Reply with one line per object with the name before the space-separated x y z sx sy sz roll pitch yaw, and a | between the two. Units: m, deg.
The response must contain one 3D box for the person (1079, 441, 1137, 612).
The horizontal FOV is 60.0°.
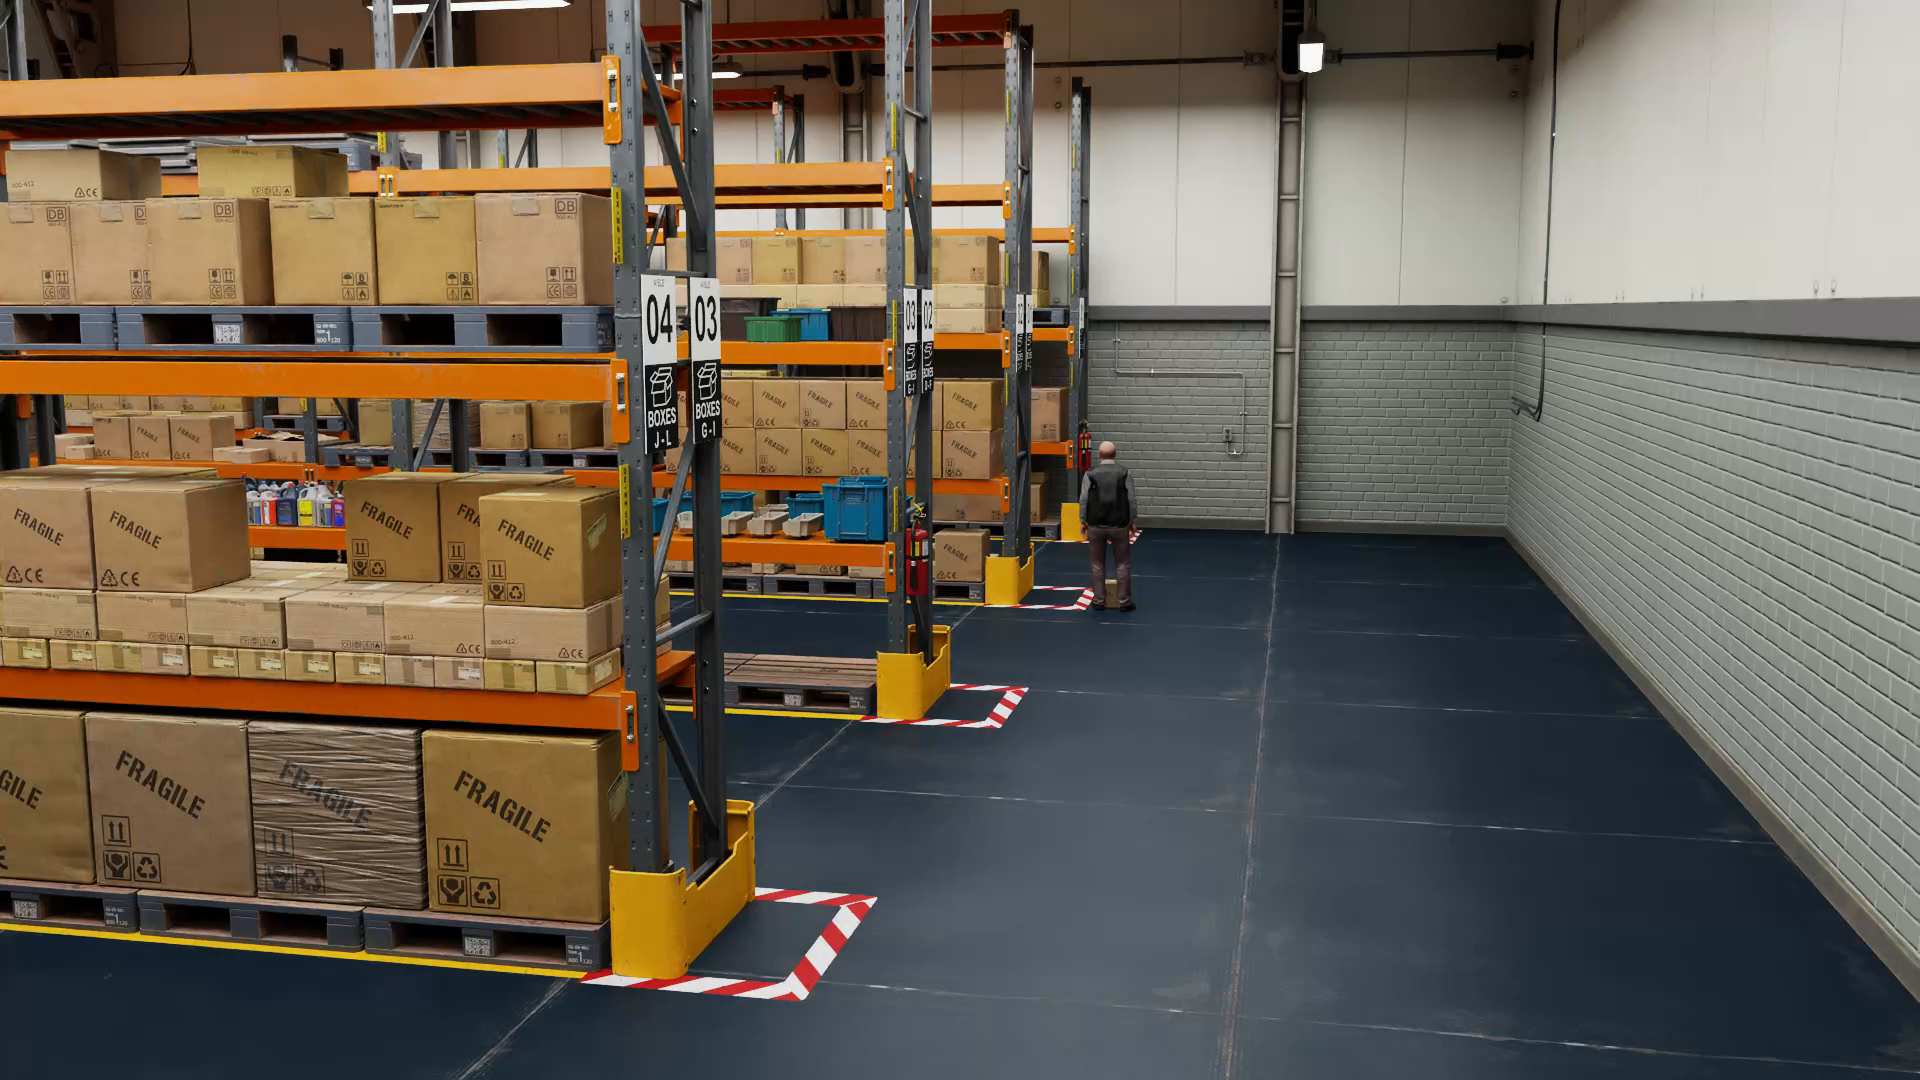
person | 1.505 -0.140 16.905 0.590 1.722 0.465 1 8 7
